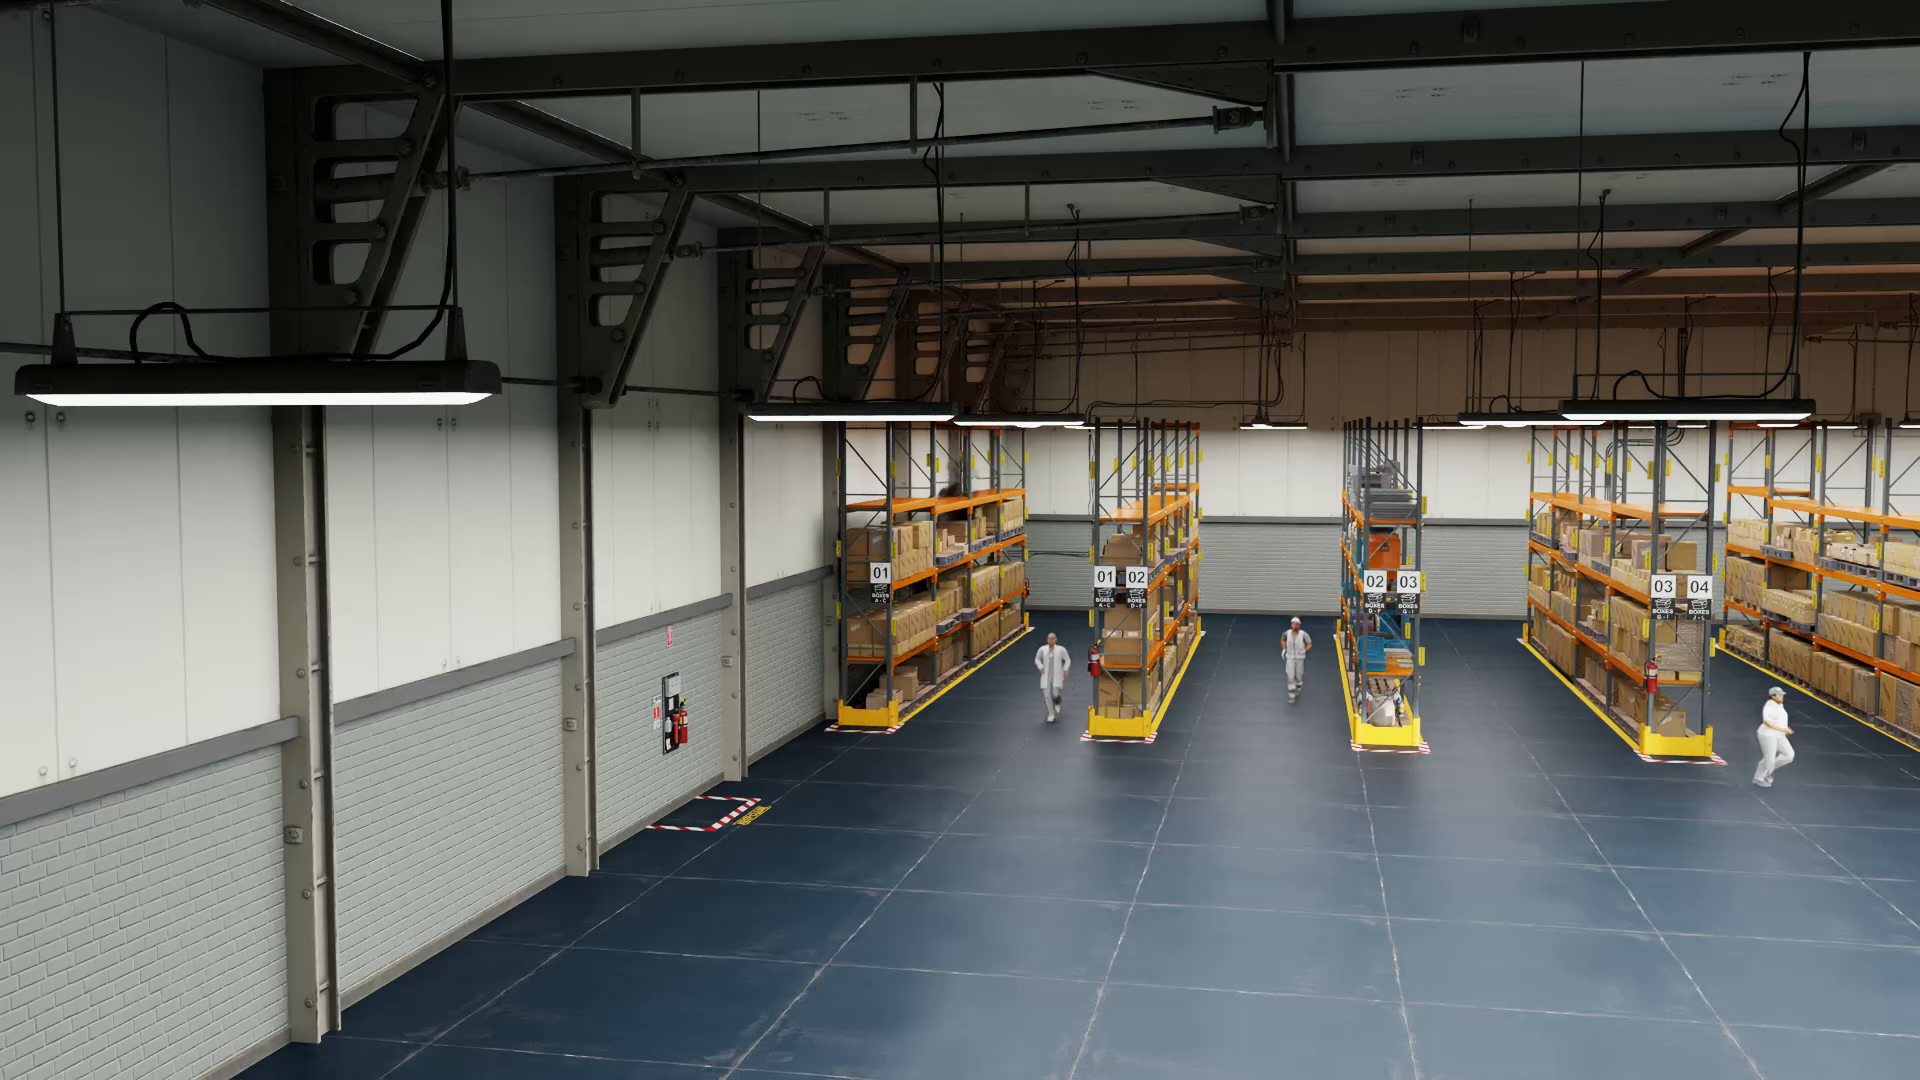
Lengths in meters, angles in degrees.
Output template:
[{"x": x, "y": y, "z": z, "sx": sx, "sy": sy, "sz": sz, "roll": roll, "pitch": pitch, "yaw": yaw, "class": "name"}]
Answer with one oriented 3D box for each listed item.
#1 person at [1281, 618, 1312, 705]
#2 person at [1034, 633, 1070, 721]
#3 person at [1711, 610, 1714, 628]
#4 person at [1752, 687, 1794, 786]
[{"x": 7.127, "y": 2.538, "z": 35.275, "sx": 0.658, "sy": 1.799, "sz": 0.901, "roll": 1, "pitch": 4, "yaw": 16, "class": "person"}, {"x": 1.823, "y": 2.719, "z": 33.065, "sx": 0.711, "sy": 1.735, "sz": 0.637, "roll": 1, "pitch": 4, "yaw": 10, "class": "person"}, {"x": 18.544, "y": 2.199, "z": 41.544, "sx": 0.600, "sy": 1.652, "sz": 0.695, "roll": 1, "pitch": 4, "yaw": 15, "class": "person"}, {"x": 13.149, "y": 3.168, "z": 26.805, "sx": 0.585, "sy": 1.621, "sz": 0.657, "roll": -3, "pitch": 5, "yaw": -37, "class": "person"}]
